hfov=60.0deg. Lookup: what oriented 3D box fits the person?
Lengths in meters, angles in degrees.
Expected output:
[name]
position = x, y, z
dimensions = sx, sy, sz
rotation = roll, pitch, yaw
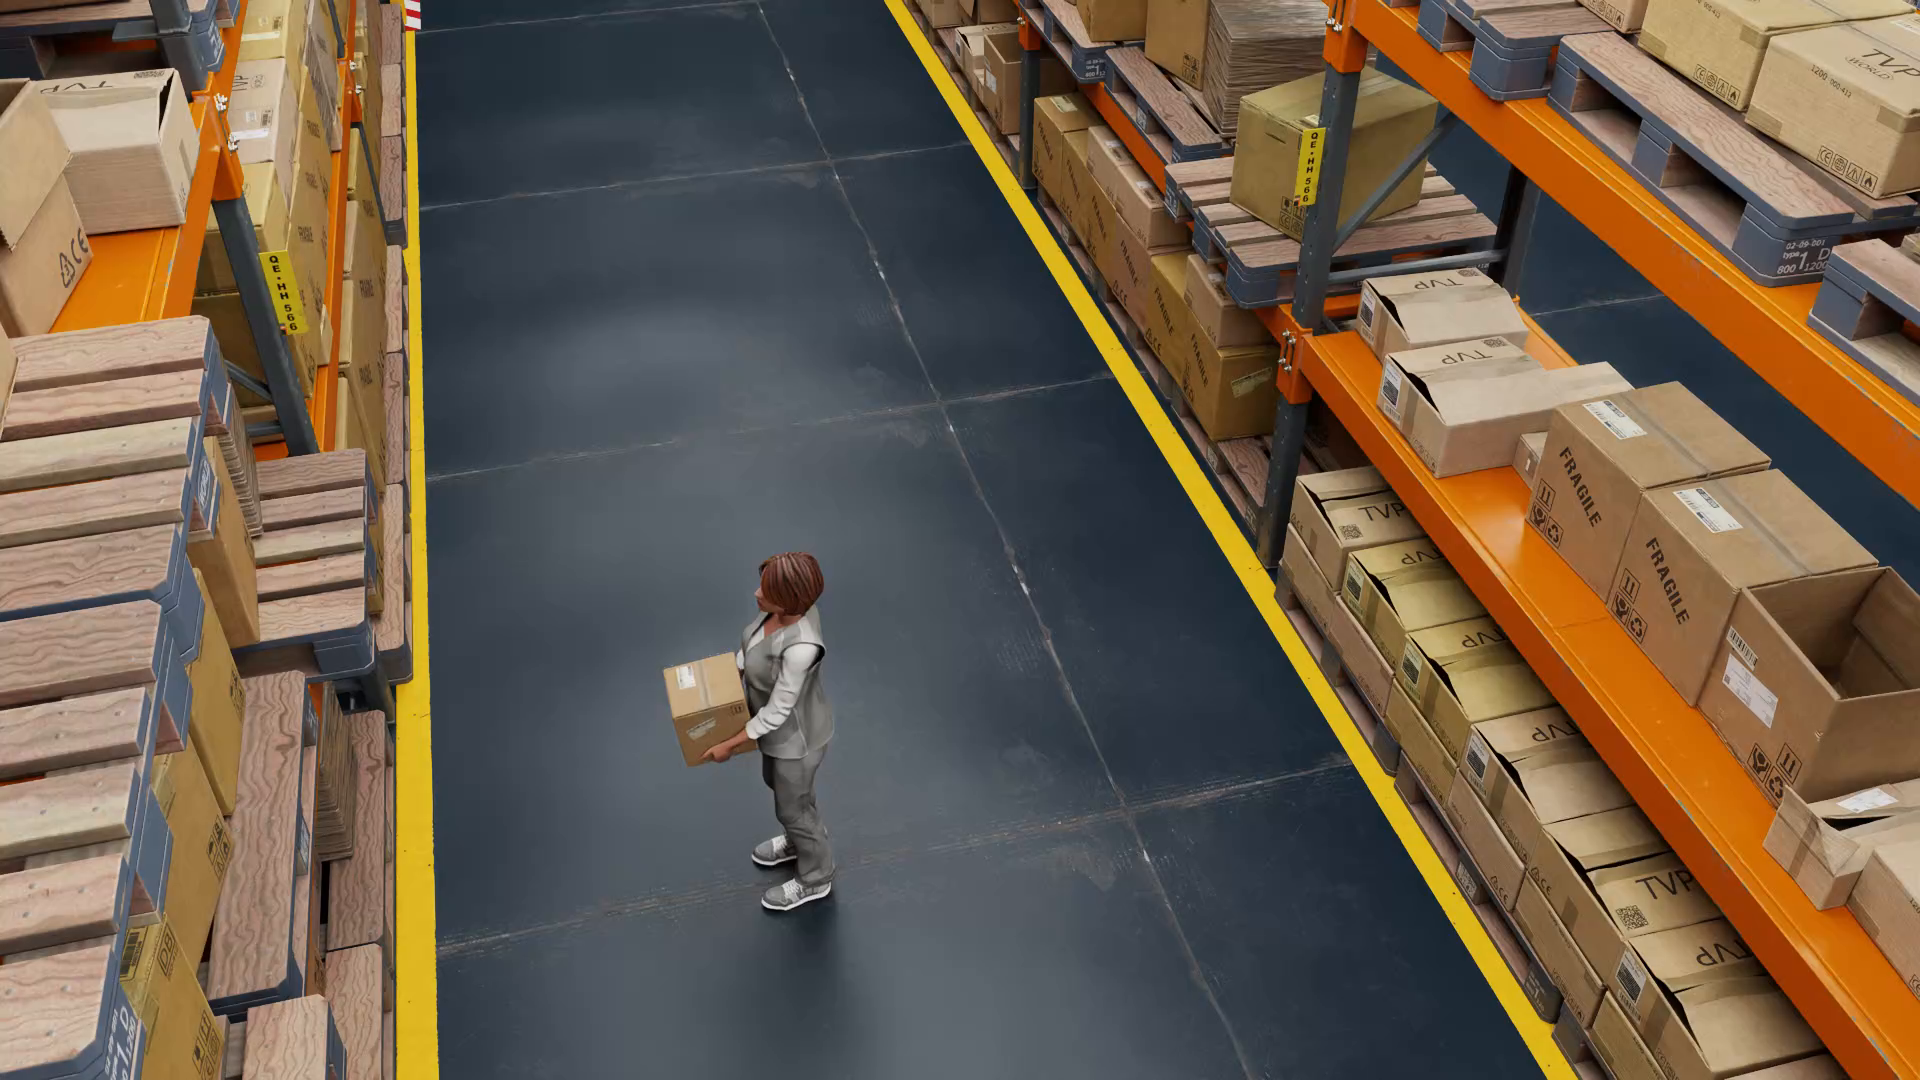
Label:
[person]
position = -0.686, 0.685, 5.865
dimensions = 0.486, 1.595, 0.412
rotation = -10, 40, -12
